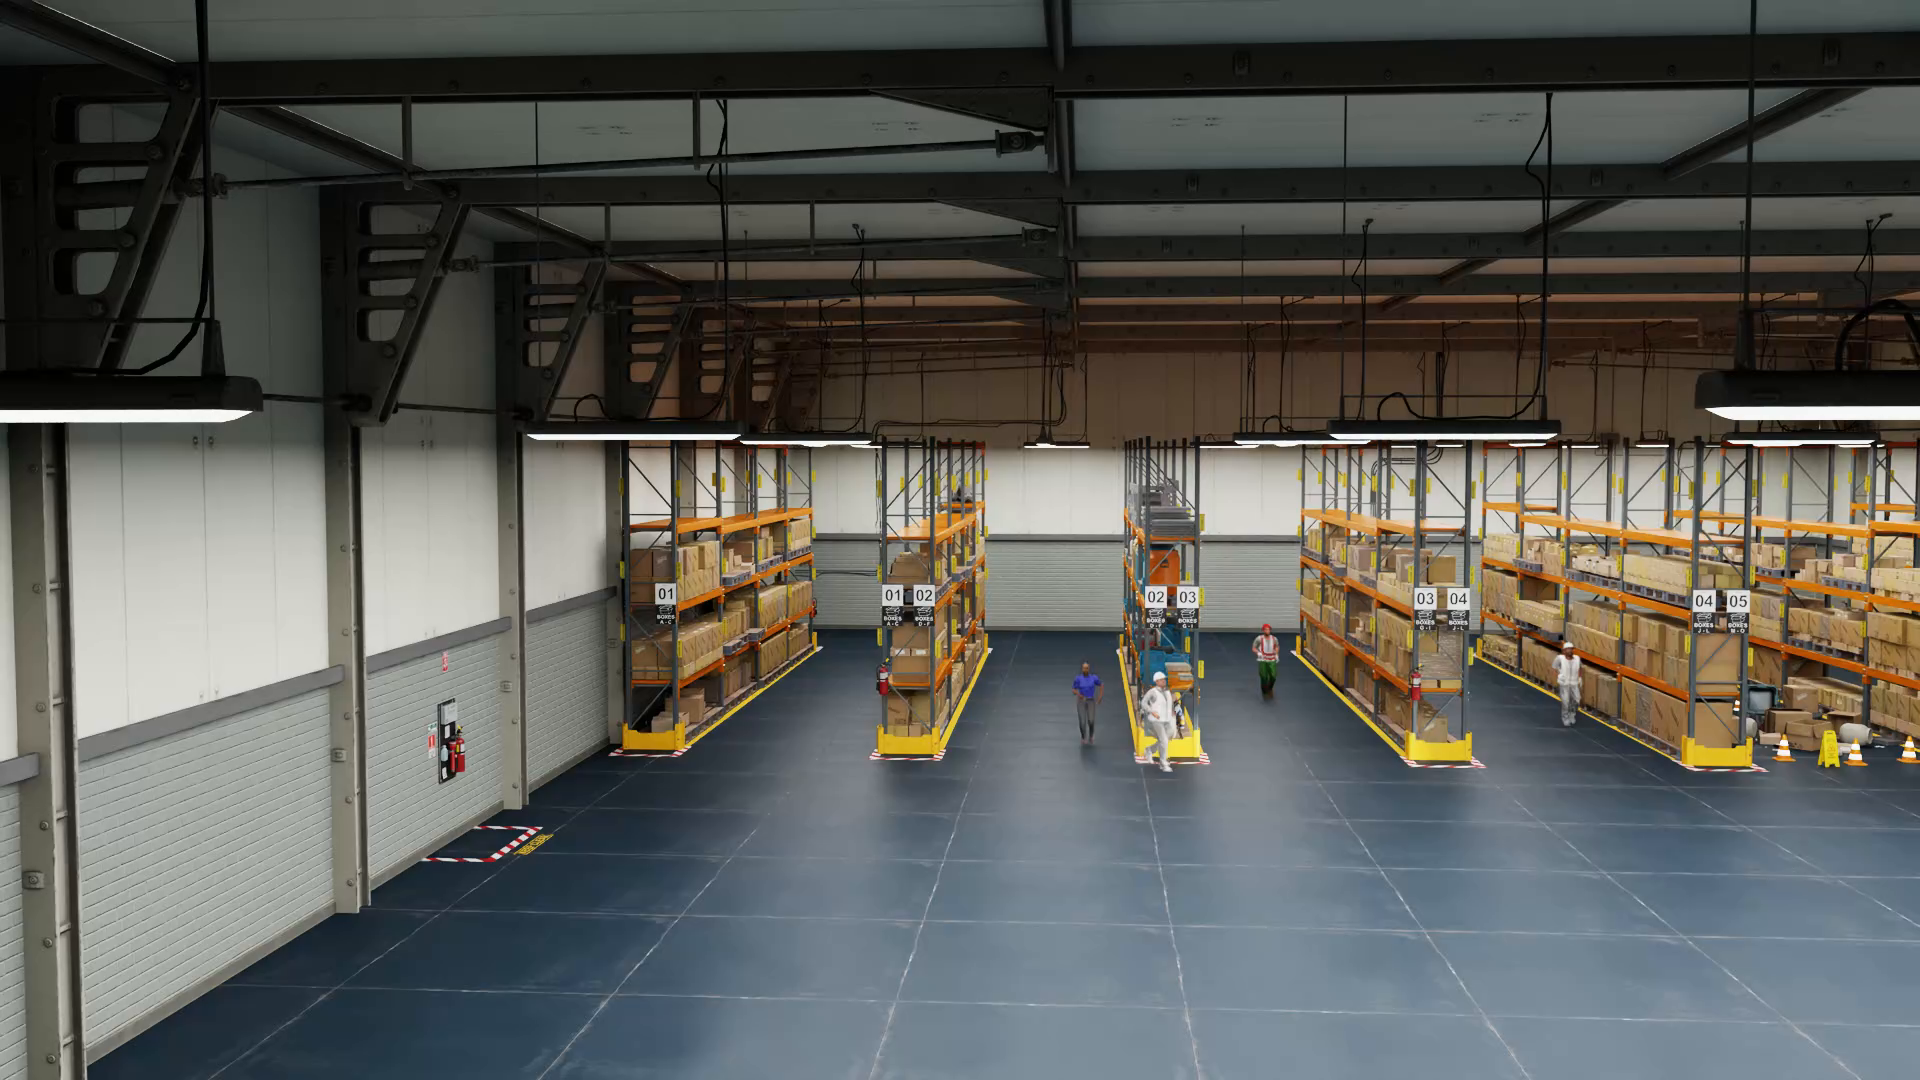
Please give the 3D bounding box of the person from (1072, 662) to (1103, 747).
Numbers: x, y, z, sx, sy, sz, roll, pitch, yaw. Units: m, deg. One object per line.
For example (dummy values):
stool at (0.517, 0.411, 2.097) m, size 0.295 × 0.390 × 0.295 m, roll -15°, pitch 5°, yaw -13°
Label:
person at (2.465, 3.185, 32.158) m, size 0.595 × 1.643 × 0.641 m, roll 0°, pitch 3°, yaw 5°

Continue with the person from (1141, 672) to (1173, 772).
person at (3.583, 3.262, 29.941) m, size 0.709 × 1.778 × 0.745 m, roll -2°, pitch 4°, yaw -37°

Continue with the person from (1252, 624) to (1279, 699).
person at (7.040, 2.793, 38.162) m, size 0.655 × 1.745 × 0.594 m, roll 0°, pitch 3°, yaw -1°

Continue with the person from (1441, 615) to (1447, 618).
person at (13.149, 2.436, 45.532) m, size 0.699 × 1.708 × 0.561 m, roll 1°, pitch 3°, yaw 18°

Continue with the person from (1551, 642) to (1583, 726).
person at (12.615, 2.995, 34.469) m, size 0.681 × 1.739 × 0.573 m, roll 0°, pitch 3°, yaw 5°
